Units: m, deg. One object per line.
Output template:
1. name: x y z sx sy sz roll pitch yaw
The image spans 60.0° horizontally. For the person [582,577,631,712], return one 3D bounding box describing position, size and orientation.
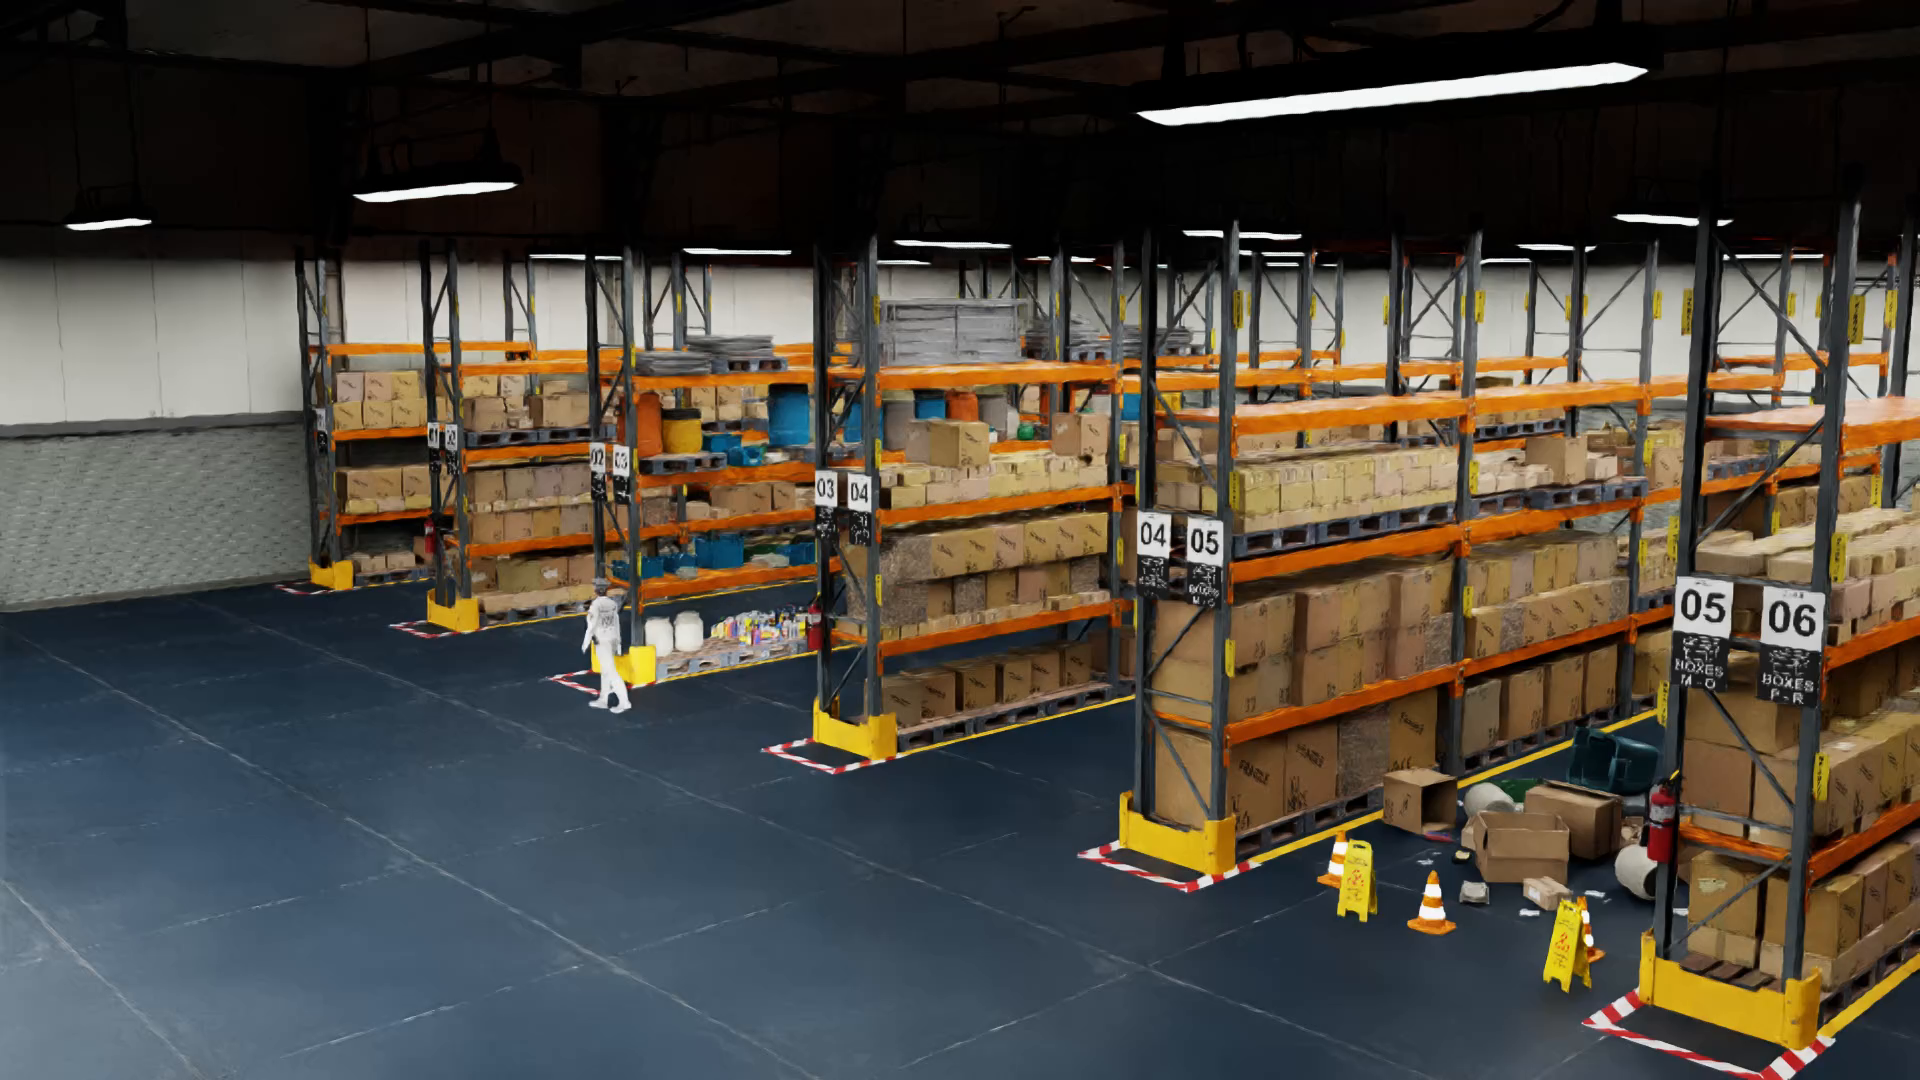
1. person: -4.417 1.307 20.808 0.683 1.659 0.498 3 9 20
